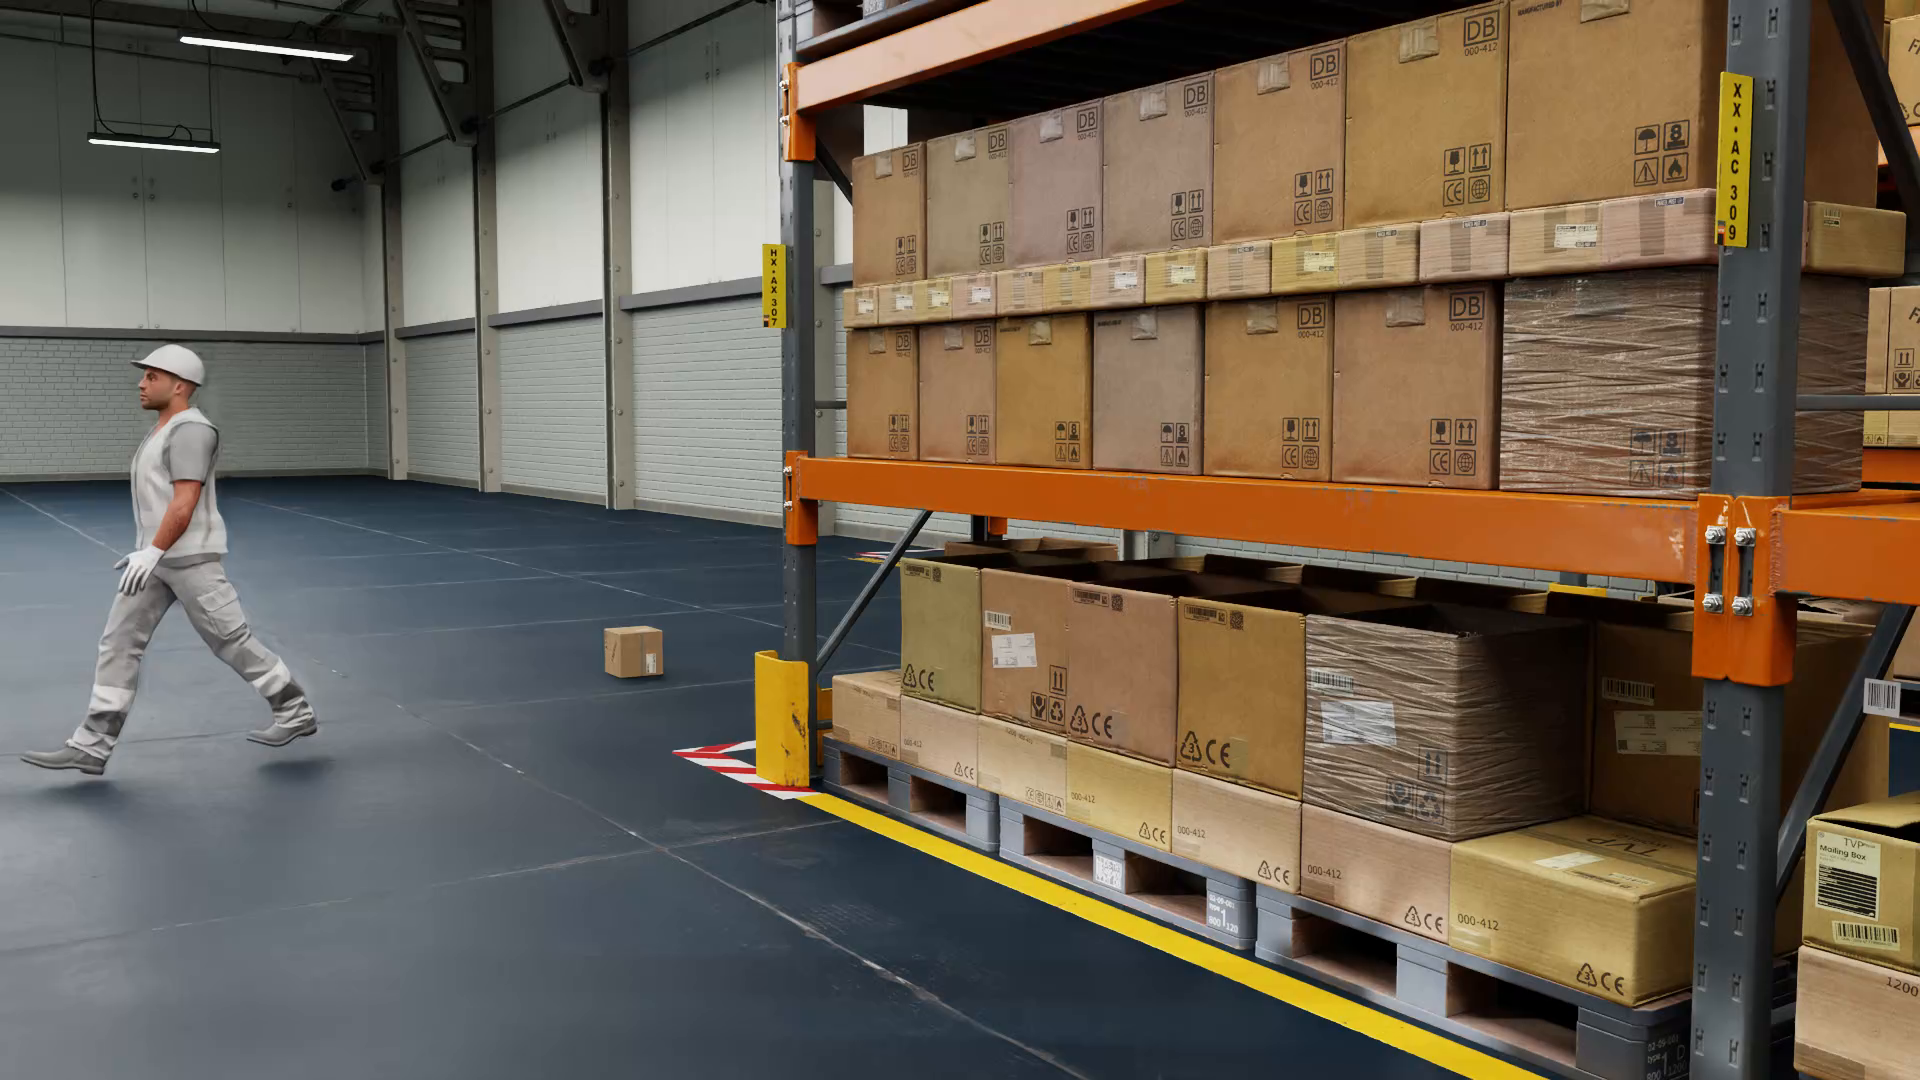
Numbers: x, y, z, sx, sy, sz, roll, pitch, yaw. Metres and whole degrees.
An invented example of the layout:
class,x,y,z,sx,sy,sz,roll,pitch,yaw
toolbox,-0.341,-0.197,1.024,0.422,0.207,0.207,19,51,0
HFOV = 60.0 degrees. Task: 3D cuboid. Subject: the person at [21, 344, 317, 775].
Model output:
class,x,y,z,sx,sy,sz,roll,pitch,yaw
person,-3.228,0.073,6.801,1.108,1.739,0.555,-5,6,-44
